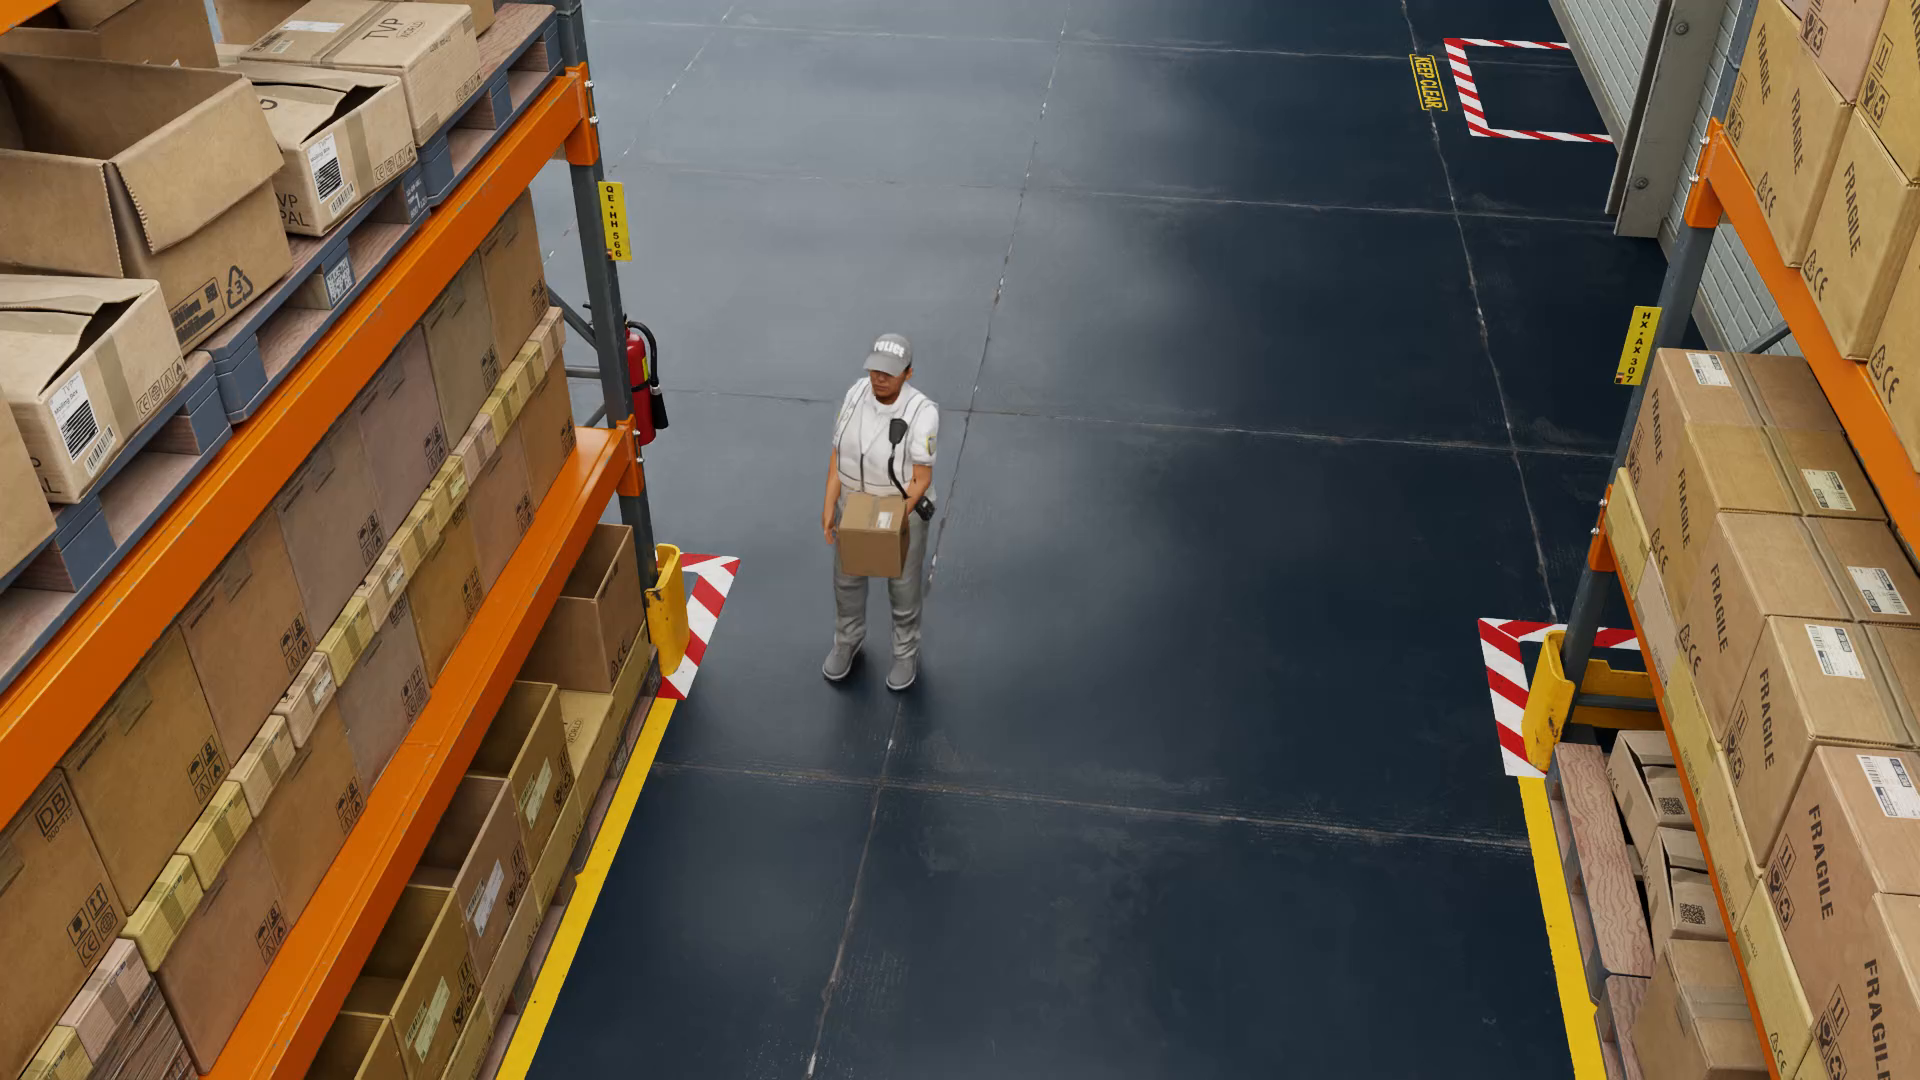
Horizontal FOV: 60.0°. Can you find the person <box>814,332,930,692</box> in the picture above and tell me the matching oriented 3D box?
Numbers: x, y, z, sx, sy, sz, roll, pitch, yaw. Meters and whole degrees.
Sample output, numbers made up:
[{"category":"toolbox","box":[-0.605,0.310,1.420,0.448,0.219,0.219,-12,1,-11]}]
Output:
[{"category":"person","box":[-0.395,-0.121,7.171,0.528,1.672,0.497,-6,37,-8]}]
